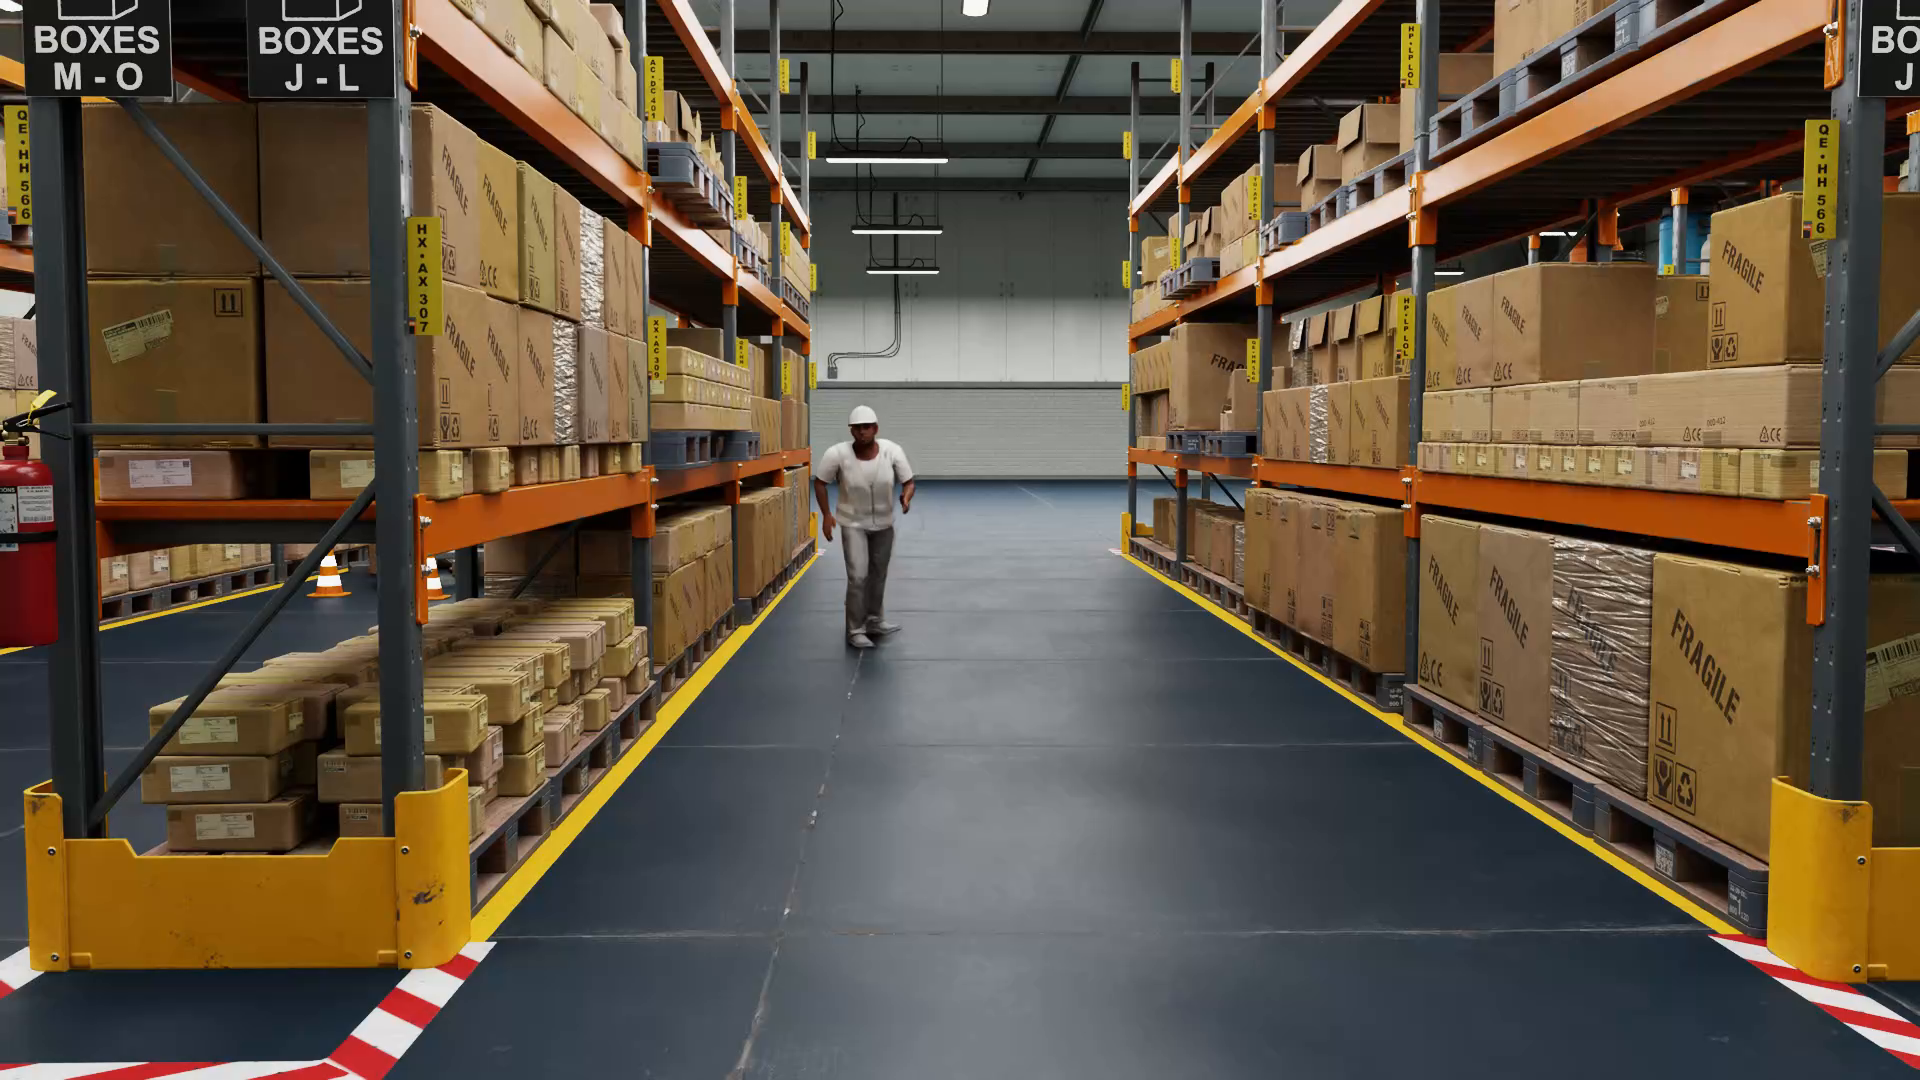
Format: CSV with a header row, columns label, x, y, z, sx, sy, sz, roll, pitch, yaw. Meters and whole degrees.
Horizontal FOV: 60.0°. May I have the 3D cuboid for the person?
label,x,y,z,sx,sy,sz,roll,pitch,yaw
person,-0.643,-0.097,11.702,0.707,1.687,0.888,-2,4,-26
